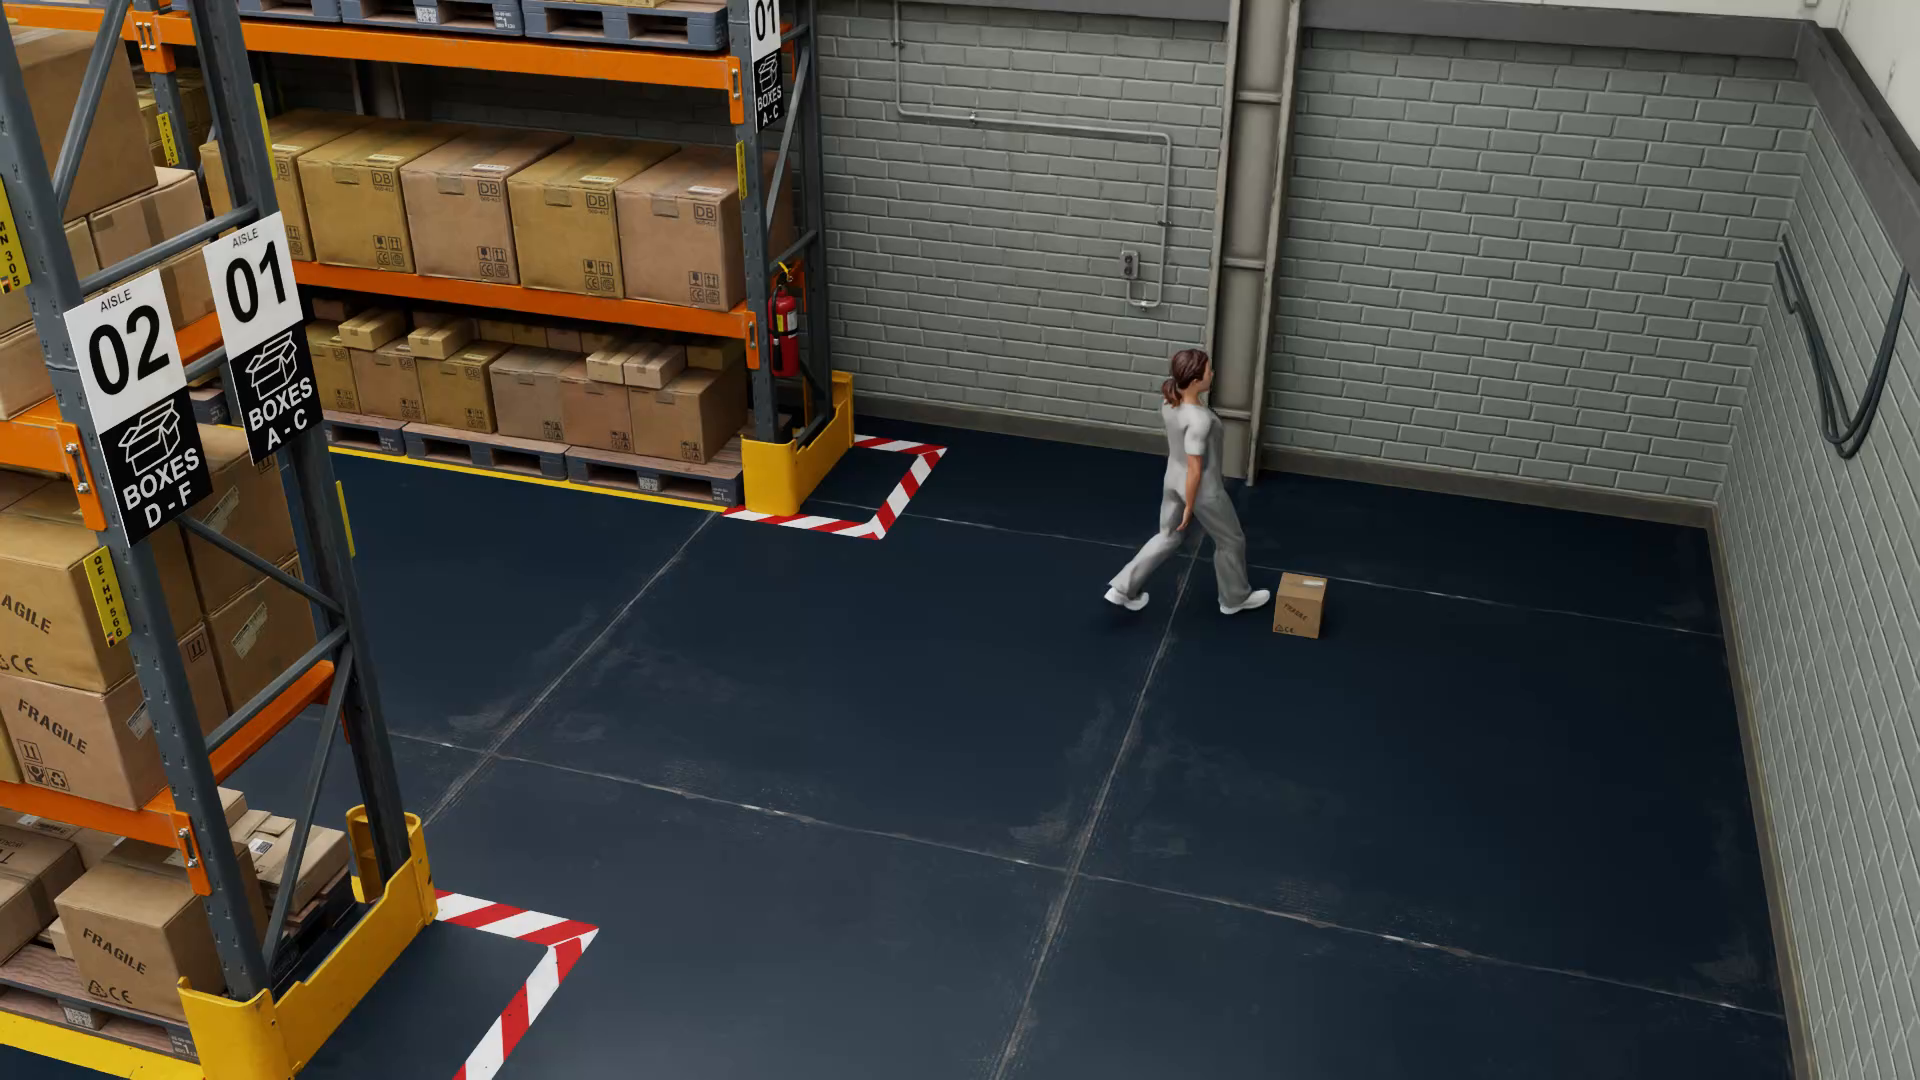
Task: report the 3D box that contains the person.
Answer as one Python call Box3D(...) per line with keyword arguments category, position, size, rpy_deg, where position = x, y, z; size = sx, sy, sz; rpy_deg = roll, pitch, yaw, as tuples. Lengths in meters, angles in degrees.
Box3D(category="person", position=(1.272, -0.295, 9.053), size=(0.980, 1.624, 0.447), rpy_deg=(-14, 32, -23))
